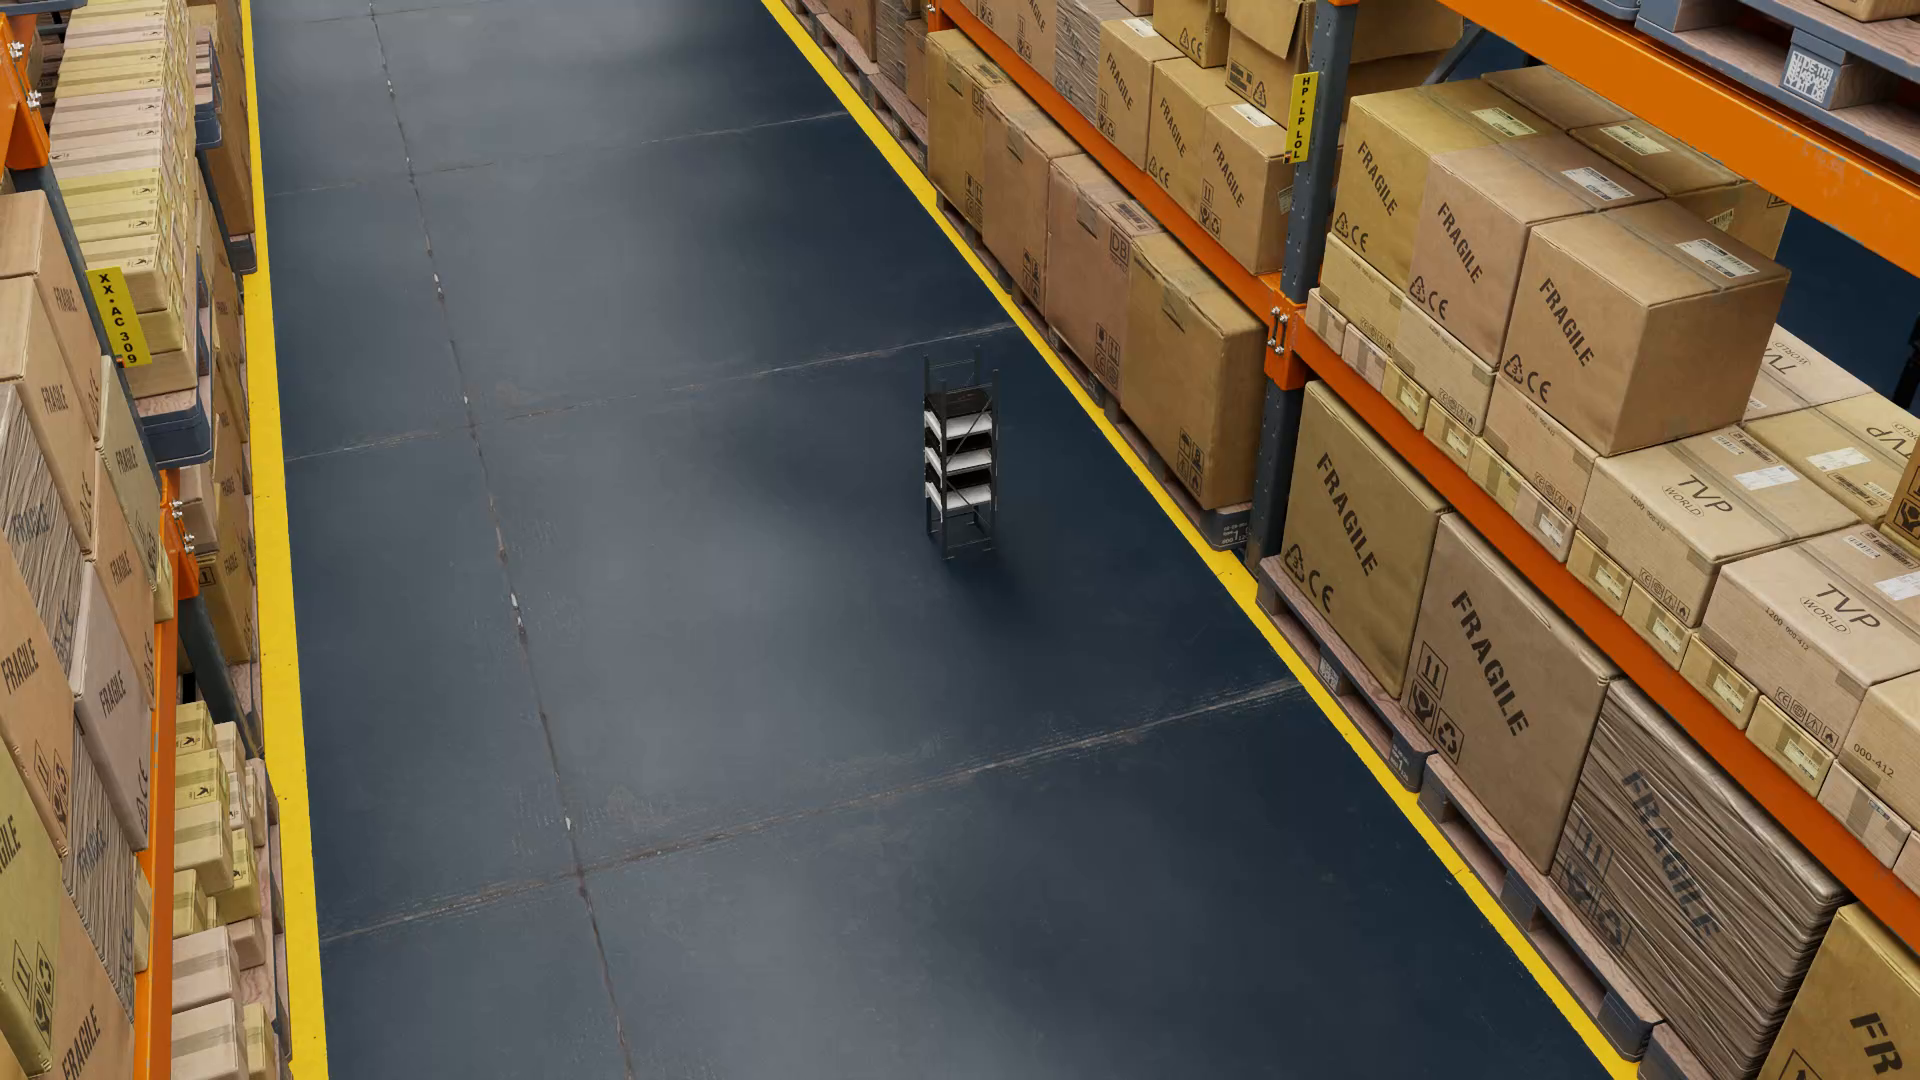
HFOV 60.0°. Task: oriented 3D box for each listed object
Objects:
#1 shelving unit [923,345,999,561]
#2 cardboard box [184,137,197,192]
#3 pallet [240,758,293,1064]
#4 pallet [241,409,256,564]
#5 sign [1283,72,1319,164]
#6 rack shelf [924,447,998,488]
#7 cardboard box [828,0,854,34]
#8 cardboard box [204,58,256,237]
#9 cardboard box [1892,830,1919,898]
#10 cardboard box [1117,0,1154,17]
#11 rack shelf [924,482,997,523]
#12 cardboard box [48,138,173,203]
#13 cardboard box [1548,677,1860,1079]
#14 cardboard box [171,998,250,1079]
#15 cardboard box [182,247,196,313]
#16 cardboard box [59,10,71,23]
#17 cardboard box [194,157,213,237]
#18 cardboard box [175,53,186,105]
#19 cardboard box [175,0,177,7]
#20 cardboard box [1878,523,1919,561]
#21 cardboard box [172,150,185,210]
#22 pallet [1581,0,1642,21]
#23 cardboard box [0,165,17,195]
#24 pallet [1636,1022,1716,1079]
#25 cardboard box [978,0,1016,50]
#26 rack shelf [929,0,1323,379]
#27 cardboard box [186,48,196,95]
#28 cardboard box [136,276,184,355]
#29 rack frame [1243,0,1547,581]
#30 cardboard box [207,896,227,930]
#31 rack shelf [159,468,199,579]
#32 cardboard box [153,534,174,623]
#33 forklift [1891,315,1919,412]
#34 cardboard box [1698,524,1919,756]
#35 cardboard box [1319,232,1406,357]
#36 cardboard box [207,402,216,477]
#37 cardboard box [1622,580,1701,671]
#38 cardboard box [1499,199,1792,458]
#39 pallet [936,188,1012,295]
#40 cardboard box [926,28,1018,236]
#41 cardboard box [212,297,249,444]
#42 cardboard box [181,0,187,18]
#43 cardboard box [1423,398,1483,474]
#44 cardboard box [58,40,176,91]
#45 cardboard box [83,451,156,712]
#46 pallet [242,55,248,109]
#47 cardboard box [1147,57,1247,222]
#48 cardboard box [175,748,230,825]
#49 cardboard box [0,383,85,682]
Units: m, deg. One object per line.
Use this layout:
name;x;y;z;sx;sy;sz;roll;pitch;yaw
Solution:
shelving unit;0.003;-0.355;6.973;0.258;0.900;0.210;-12;39;-16
cardboard box;-3.232;-1.457;6.551;0.380;0.149;0.250;-14;39;-18
pallet;-2.726;1.294;5.357;1.003;0.211;1.213;-12;39;-16
pallet;-3.683;-0.208;7.351;1.003;0.211;1.213;-12;39;-16
sign;1.195;-1.475;5.819;0.100;0.325;0.005;-12;39;-16
rack shelf;0.003;-0.328;6.993;0.258;0.077;0.200;-12;39;-16
cardboard box;-0.521;-3.918;11.670;0.700;0.500;0.500;-16;40;-20
cardboard box;-4.492;-2.084;9.044;1.050;0.750;0.750;-13;39;-17
cardboard box;2.469;0.776;3.936;0.380;0.149;0.250;-12;39;-16
cardboard box;1.020;-2.700;7.424;0.797;0.503;0.637;-11;38;-14
rack shelf;0.003;-0.184;7.102;0.258;0.077;0.200;-12;39;-16
cardboard box;-2.965;-1.258;5.792;0.380;0.149;0.250;-13;39;-17
cardboard box;2.469;0.920;4.953;0.875;0.875;0.875;-12;39;-16
cardboard box;-2.106;1.410;4.411;0.380;0.149;0.250;-14;39;-18
cardboard box;-2.877;-0.875;5.778;0.380;0.149;0.250;-12;39;-16
cardboard box;-4.268;-2.801;8.393;0.500;0.500;0.500;-12;39;-15
cardboard box;-3.885;-1.589;7.971;0.500;0.250;0.500;-13;39;-17
cardboard box;-3.414;-1.872;6.855;0.380;0.149;0.250;-13;39;-16
cardboard box;-3.684;-2.433;7.352;0.380;0.149;0.250;-13;39;-17
cardboard box;2.812;0.135;4.455;0.500;0.250;0.500;-14;39;-17
cardboard box;-3.059;-1.287;6.077;0.380;0.149;0.250;-11;38;-14
pallet;1.973;-1.860;4.807;1.003;0.211;1.213;-12;39;-16
cardboard box;-3.856;-1.329;6.381;0.380;0.149;0.250;-14;39;-17
pallet;2.729;1.776;4.717;1.003;0.211;1.213;-12;39;-16
cardboard box;0.416;-2.840;8.444;0.500;0.500;0.500;-13;39;-17
rack shelf;1.013;-2.004;8.016;1.077;0.370;4.000;-12;39;-16
cardboard box;-3.593;-2.050;7.338;0.380;0.149;0.250;-12;39;-15
cardboard box;-2.694;-0.696;5.294;0.380;0.149;0.250;-12;39;-15
rack frame;1.701;-1.162;6.300;1.000;3.000;0.127;-12;39;-16
cardboard box;-2.376;1.232;4.894;0.380;0.149;0.250;-12;39;-16
rack shelf;-3.679;-1.035;6.728;1.077;0.370;4.000;-12;39;-16
cardboard box;-2.481;0.144;4.775;0.380;0.149;0.250;-13;39;-17
forklift;4.081;-0.793;5.866;1.130;2.935;3.031;-8;38;-11
cardboard box;2.313;0.246;4.308;0.500;0.250;0.500;-14;39;-17
cardboard box;1.617;-0.901;5.831;0.500;0.250;0.500;-13;39;-17
cardboard box;-3.182;-0.433;6.438;0.500;0.250;0.500;-11;38;-15
cardboard box;2.120;0.201;4.698;0.380;0.149;0.250;-12;39;-15
cardboard box;1.972;-0.624;4.840;0.500;0.500;0.500;-14;39;-17
pallet;0.525;-1.847;9.526;1.003;0.211;1.213;-12;39;-16
cardboard box;0.543;-2.347;9.289;1.225;0.875;0.875;-14;39;-18
cardboard box;-3.523;-0.714;7.433;0.500;0.500;0.500;-14;39;-18
cardboard box;-3.769;-2.453;7.626;0.380;0.149;0.250;-12;39;-15
cardboard box;1.765;-0.380;5.471;0.380;0.149;0.250;-13;39;-17
cardboard box;-3.325;-1.844;6.570;0.380;0.149;0.250;-11;38;-14
cardboard box;-2.381;0.157;4.218;0.500;0.500;0.500;-13;39;-17
pallet;-5.407;-3.177;11.293;1.003;0.211;1.213;-12;39;-16
cardboard box;1.120;-1.691;6.918;0.500;0.500;0.500;-11;38;-15
cardboard box;-2.498;0.824;5.188;0.380;0.149;0.250;-12;39;-15
cardboard box;-2.229;0.042;3.539;0.500;0.500;0.500;-11;38;-15
